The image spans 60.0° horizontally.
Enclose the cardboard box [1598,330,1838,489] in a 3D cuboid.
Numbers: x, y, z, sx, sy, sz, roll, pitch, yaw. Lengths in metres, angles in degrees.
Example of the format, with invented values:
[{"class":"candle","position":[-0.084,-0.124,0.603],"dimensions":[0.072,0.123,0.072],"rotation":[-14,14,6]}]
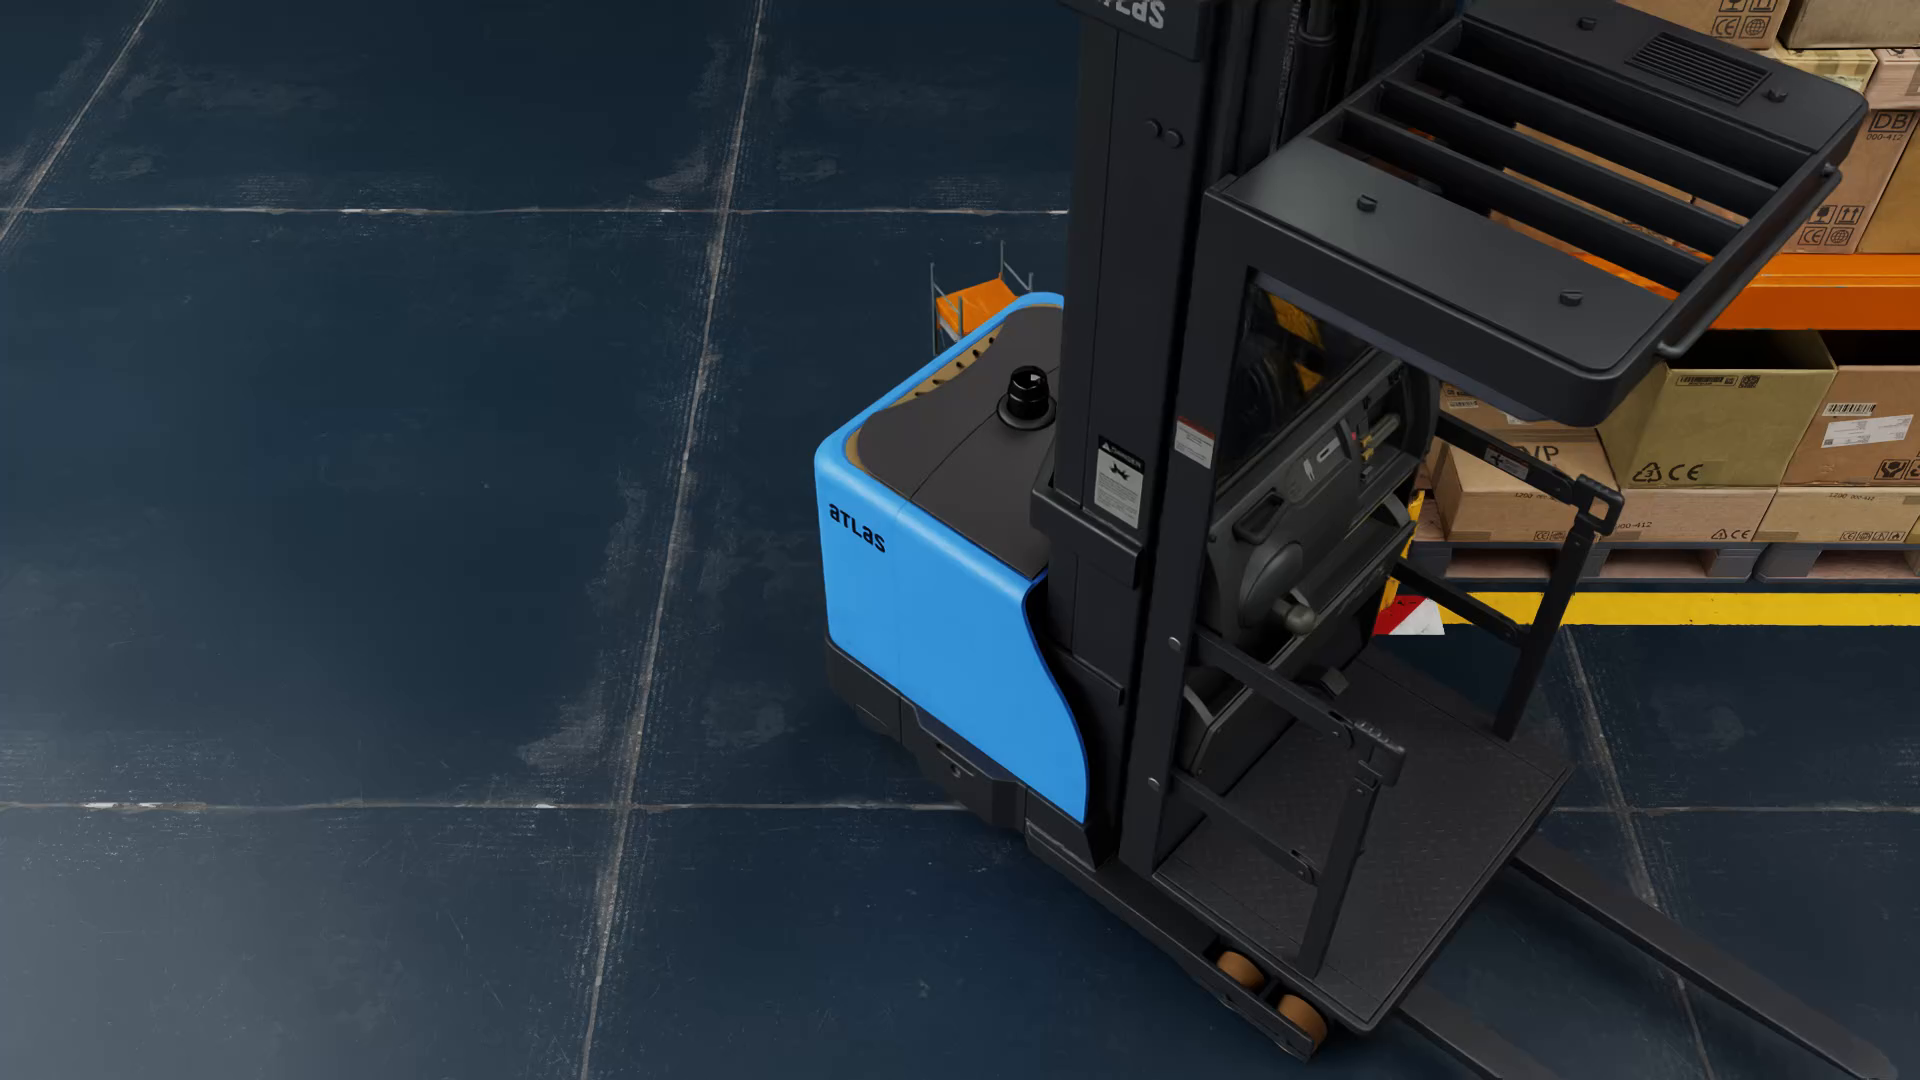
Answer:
[{"class":"cardboard box","position":[2.344,-0.512,5.256],"dimensions":[0.500,0.500,0.500],"rotation":[0,47,0]}]

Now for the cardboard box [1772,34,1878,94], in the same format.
[{"class":"cardboard box","position":[2.214,-1.310,4.409],"dimensions":[0.250,0.149,0.380],"rotation":[0,47,0]}]

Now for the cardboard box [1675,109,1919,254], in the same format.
[{"class":"cardboard box","position":[2.301,-1.240,4.786],"dimensions":[0.500,0.500,0.700],"rotation":[1,47,1]}]

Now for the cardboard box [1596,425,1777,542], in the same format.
[{"class":"cardboard box","position":[2.344,-0.257,5.532],"dimensions":[0.500,0.250,0.500],"rotation":[0,47,0]}]

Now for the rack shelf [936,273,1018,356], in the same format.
[{"class":"rack shelf","position":[0.070,-0.653,5.264],"dimensions":[0.240,0.259,0.215],"rotation":[-21,49,-18]}]

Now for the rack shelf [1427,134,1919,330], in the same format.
[{"class":"rack shelf","position":[3.309,-0.964,5.089],"dimensions":[4.000,0.370,1.077],"rotation":[0,47,0]}]

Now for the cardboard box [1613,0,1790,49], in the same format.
[{"class":"cardboard box","position":[1.828,-1.679,4.309],"dimensions":[0.500,0.500,0.700],"rotation":[0,47,0]}]

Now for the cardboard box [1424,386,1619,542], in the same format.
[{"class":"cardboard box","position":[1.844,-0.256,5.531],"dimensions":[0.500,0.250,0.500],"rotation":[0,47,0]}]

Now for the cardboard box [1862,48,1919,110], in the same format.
[{"class":"cardboard box","position":[2.466,-1.308,4.407],"dimensions":[0.250,0.149,0.380],"rotation":[0,47,0]}]

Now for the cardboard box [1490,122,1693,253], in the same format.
[{"class":"cardboard box","position":[1.776,-1.237,4.784],"dimensions":[0.500,0.500,0.700],"rotation":[0,47,0]}]

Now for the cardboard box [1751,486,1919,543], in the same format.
[{"class":"cardboard box","position":[2.844,-0.256,5.530],"dimensions":[0.500,0.250,0.500],"rotation":[0,47,0]}]

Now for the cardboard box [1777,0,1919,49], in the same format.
[{"class":"cardboard box","position":[2.354,-1.682,4.312],"dimensions":[0.500,0.500,0.700],"rotation":[-1,47,-1]}]

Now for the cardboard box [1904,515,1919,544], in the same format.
[{"class":"cardboard box","position":[3.344,-0.251,5.526],"dimensions":[0.500,0.250,0.500],"rotation":[0,47,0]}]

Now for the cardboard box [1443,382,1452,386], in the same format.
[{"class":"cardboard box","position":[1.846,-0.635,5.884],"dimensions":[0.500,0.250,0.500],"rotation":[0,47,0]}]

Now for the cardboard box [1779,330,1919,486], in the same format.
[{"class":"cardboard box","position":[2.844,-0.520,5.264],"dimensions":[0.500,0.500,0.500],"rotation":[0,47,0]}]

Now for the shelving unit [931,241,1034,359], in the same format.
[{"class":"shelving unit","position":[0.073,-0.463,5.460],"dimensions":[0.252,1.050,0.215],"rotation":[-21,49,-18]}]

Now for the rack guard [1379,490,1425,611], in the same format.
[{"class":"rack guard","position":[1.285,-0.362,5.746],"dimensions":[0.348,0.500,1.175],"rotation":[0,47,0]}]

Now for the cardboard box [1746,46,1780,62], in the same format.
[{"class":"cardboard box","position":[1.964,-1.312,4.410],"dimensions":[0.250,0.149,0.380],"rotation":[-1,47,-1]}]

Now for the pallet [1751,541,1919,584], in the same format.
[{"class":"pallet","position":[3.291,-0.287,5.873],"dimensions":[1.213,0.211,1.003],"rotation":[0,47,0]}]

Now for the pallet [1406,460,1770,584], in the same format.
[{"class":"pallet","position":[2.074,-0.293,5.878],"dimensions":[1.213,0.211,1.003],"rotation":[0,47,0]}]

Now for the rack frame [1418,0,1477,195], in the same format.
[{"class":"rack frame","position":[1.309,-1.214,4.831],"dimensions":[0.127,3.000,1.000],"rotation":[0,47,0]}]

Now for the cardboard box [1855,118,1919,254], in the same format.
[{"class":"cardboard box","position":[2.797,-1.234,4.781],"dimensions":[0.500,0.500,0.700],"rotation":[0,47,0]}]

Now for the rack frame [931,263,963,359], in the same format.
[{"class":"rack frame","position":[-0.035,-0.422,5.422],"dimensions":[0.008,1.050,0.200],"rotation":[-21,49,-18]}]

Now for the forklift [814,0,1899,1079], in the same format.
[{"class":"forklift","position":[1.019,-0.058,3.802],"dimensions":[3.031,2.935,1.130],"rotation":[33,55,27]}]

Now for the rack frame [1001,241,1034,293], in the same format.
[{"class":"rack frame","position":[0.182,-0.504,5.498],"dimensions":[0.008,1.050,0.200],"rotation":[-21,49,-18]}]
